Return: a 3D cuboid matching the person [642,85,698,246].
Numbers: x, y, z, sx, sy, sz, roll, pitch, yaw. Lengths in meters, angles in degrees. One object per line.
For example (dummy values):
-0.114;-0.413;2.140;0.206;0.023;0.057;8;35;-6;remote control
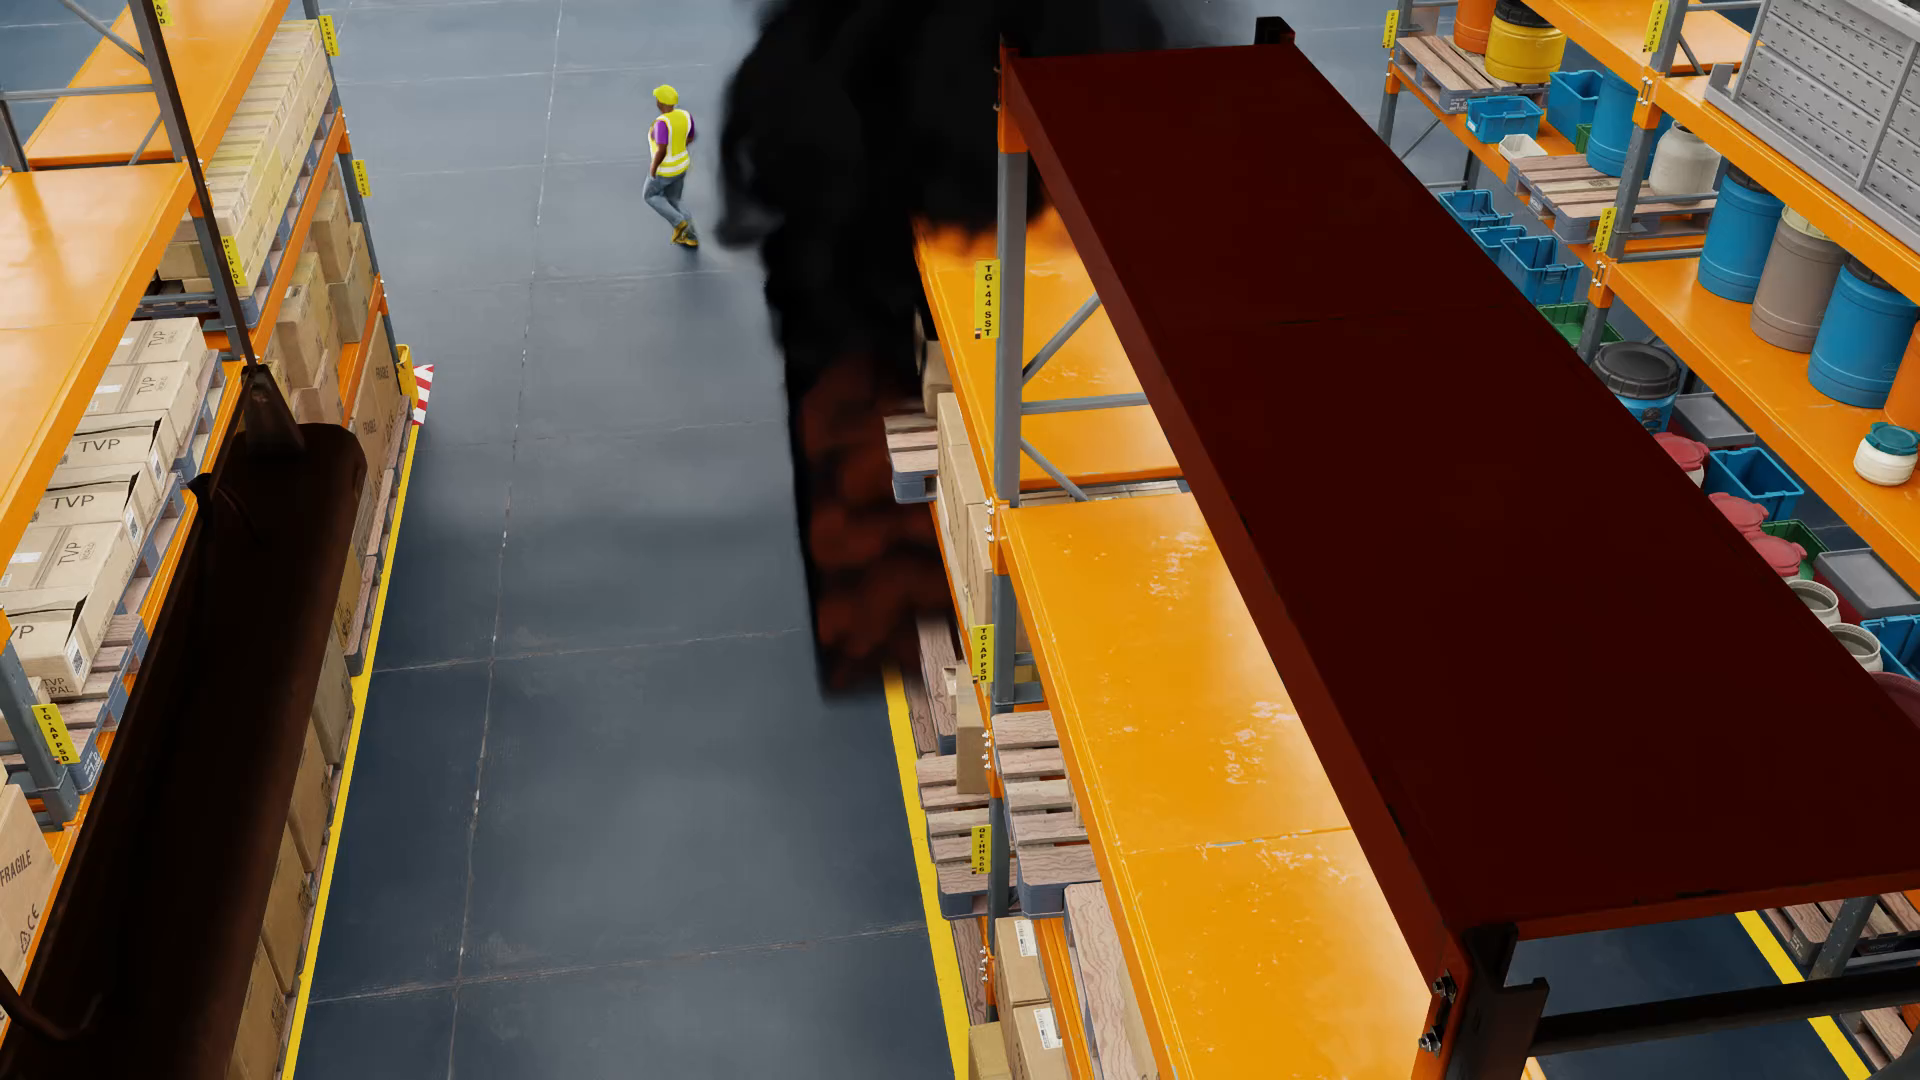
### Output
-3.042;-3.889;17.287;0.566;1.721;0.712;20;41;25;person
